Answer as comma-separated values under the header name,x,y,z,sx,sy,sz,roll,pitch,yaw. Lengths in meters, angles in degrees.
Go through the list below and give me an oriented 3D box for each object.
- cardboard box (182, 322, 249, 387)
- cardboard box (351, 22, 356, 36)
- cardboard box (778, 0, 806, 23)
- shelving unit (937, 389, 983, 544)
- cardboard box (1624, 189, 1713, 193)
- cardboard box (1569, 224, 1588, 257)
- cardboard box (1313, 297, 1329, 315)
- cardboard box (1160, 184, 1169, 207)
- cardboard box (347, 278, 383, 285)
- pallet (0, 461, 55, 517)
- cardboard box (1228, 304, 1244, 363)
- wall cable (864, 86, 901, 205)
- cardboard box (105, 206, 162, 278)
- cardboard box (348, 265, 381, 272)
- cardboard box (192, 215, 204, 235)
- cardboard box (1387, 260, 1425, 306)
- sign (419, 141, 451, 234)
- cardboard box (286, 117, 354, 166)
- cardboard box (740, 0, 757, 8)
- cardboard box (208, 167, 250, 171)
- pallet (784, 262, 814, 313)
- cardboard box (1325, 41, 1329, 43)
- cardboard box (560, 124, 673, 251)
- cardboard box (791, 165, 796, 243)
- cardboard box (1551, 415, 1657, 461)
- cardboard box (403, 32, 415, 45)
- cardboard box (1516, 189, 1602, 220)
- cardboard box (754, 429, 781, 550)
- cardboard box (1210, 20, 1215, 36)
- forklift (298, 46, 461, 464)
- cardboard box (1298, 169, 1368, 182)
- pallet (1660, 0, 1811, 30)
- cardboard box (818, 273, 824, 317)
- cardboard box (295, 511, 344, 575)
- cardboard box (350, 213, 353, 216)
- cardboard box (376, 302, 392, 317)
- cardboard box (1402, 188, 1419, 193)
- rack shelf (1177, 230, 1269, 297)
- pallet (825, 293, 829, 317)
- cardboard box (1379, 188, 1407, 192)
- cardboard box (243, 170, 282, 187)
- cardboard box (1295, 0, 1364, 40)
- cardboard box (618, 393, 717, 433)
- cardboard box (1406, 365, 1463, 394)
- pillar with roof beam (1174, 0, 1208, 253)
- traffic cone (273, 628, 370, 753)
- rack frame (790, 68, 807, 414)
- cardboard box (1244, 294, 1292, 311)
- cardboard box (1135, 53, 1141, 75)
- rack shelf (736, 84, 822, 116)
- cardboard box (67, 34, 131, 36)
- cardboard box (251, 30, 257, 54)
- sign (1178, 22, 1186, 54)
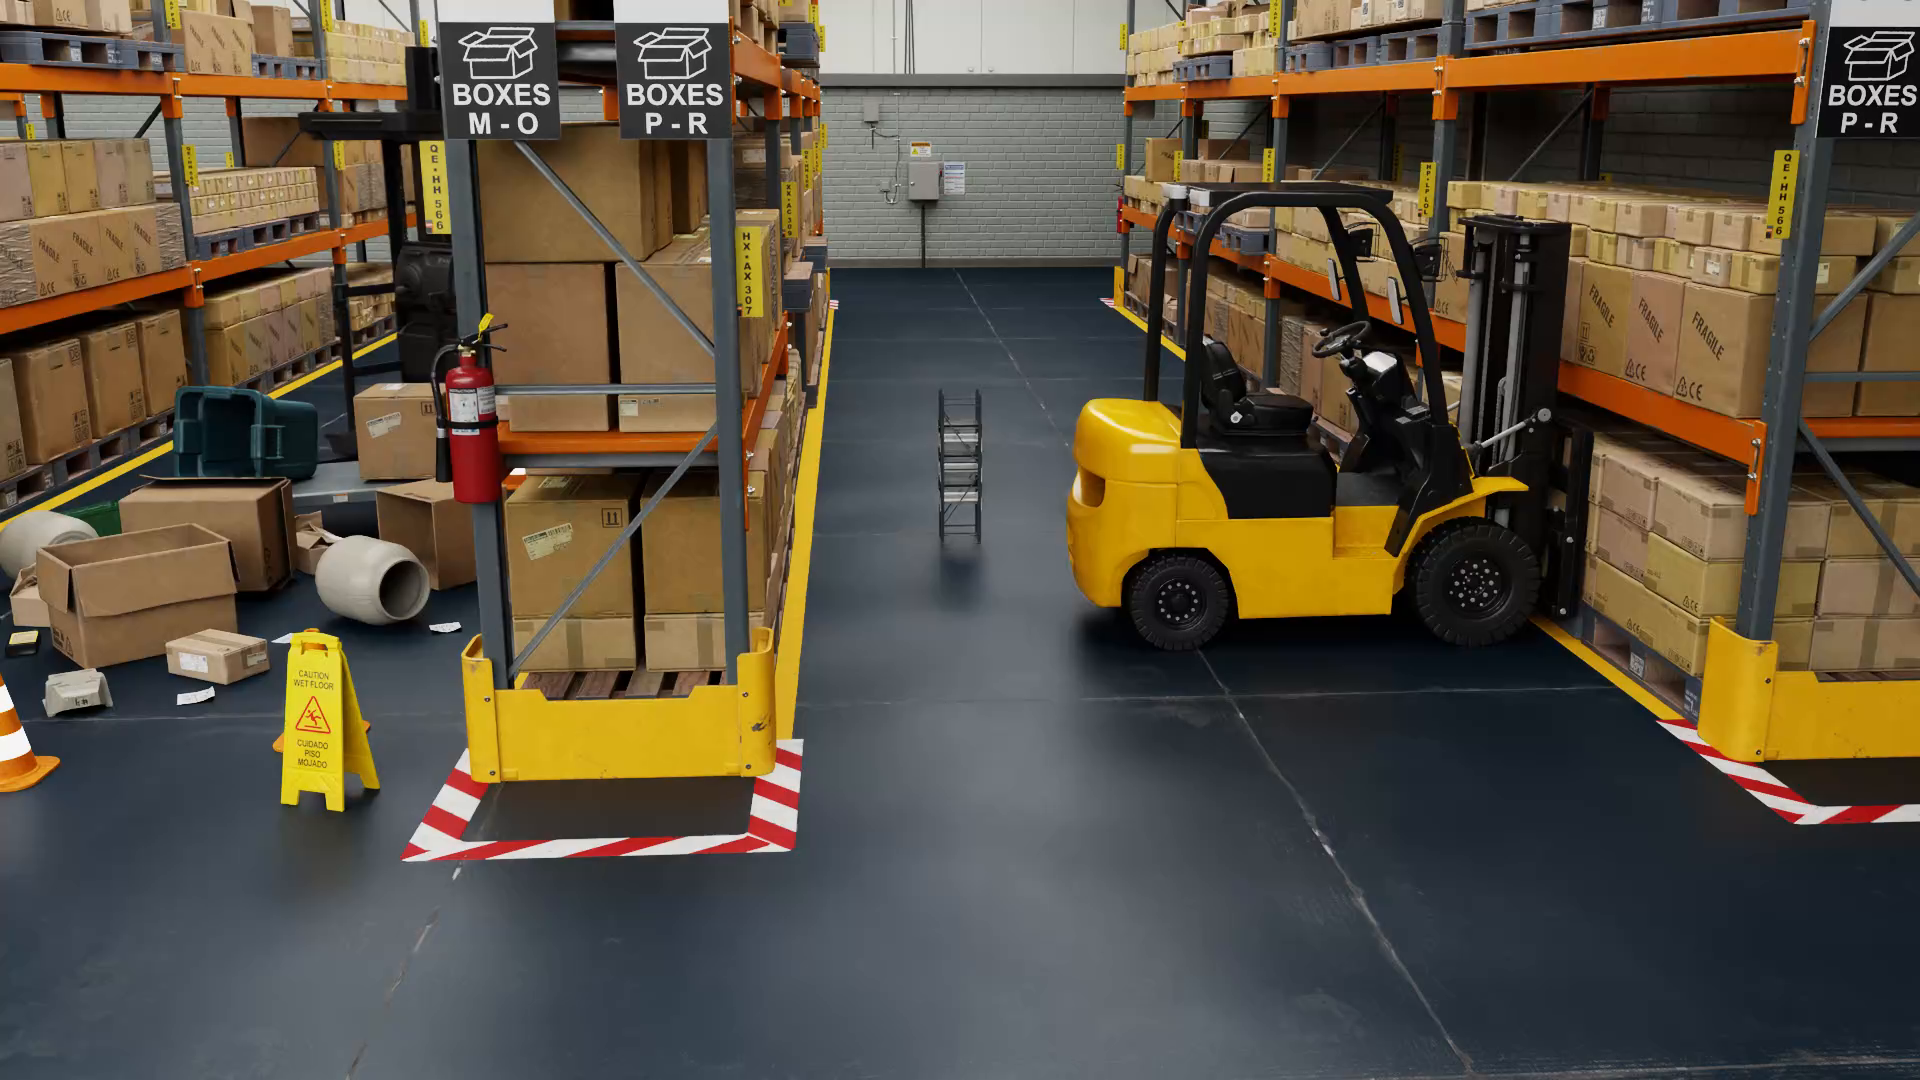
name,x,y,z,sx,sy,sz,roll,pitch,yaw
cardboard box,-6.534,-1.611,14.443,0.500,0.500,0.500,-2,15,-6
cardboard box,-6.832,-5.584,18.187,0.380,0.149,0.250,-1,14,-5
cardboard box,-1.199,-3.280,10.194,0.500,0.250,0.500,-1,14,-5
shelving unit,0.000,-0.438,9.922,0.258,0.900,0.210,-1,14,-3
cardboard box,3.790,-1.800,8.904,0.380,0.149,0.250,-1,14,-4
cardboard box,3.224,-1.517,8.402,0.380,0.149,0.250,-1,14,-5
cardboard box,3.432,-2.126,15.140,0.380,0.149,0.250,0,14,-2
cardboard box,2.575,-3.931,18.990,0.500,0.250,0.500,-1,14,-3
cardboard box,-6.803,-2.894,18.938,0.380,0.149,0.250,-1,14,-2
pallet,-6.620,-0.284,10.707,1.003,0.211,1.213,-1,14,-3
cardboard box,2.847,-1.967,15.826,0.500,0.500,0.500,0,14,-1
wall cable,-1.264,-6.449,27.031,0.588,1.984,0.122,-1,14,-3
cardboard box,-6.420,-2.255,12.571,0.500,0.500,0.500,-1,14,-3
cardboard box,-7.410,-3.337,20.660,0.380,0.149,0.250,-1,14,-2
cardboard box,-6.571,-2.635,13.908,0.380,0.149,0.250,-1,14,-4
cardboard box,3.099,-1.672,10.805,0.500,0.250,0.500,-1,14,-2
sign,-1.870,-1.261,5.949,0.100,0.325,0.005,-1,14,-3
cardboard box,-6.778,-4.226,17.628,0.500,0.500,0.500,-1,14,-2
cardboard box,-1.158,-2.457,7.242,0.500,0.250,0.500,0,14,-2
cardboard box,-7.427,-3.698,16.848,0.380,0.149,0.250,0,14,-1
pallet,-1.465,-1.645,10.784,1.003,0.211,1.213,-1,14,-3
cardboard box,3.361,-4.348,14.386,0.380,0.149,0.250,-1,14,-4
cardboard box,-1.588,-1.477,6.943,0.700,0.500,0.500,-1,14,-3
cardboard box,-1.337,-2.187,10.866,0.500,0.500,0.500,-1,14,-3
cardboard box,3.197,-0.472,8.511,0.500,0.250,0.500,-1,14,-5
cardboard box,-6.927,-6.165,20.447,0.380,0.149,0.250,-1,14,-4
cardboard box,3.202,-1.789,8.861,0.380,0.149,0.250,-1,14,-4
cardboard box,-1.151,-0.251,8.153,0.500,0.500,0.500,-1,14,-2
cardboard box,2.625,-4.939,16.047,0.380,0.149,0.250,-1,14,-3
forklift,-3.669,-1.832,11.264,1.130,2.935,3.031,9,17,33
cardboard box,3.267,-3.000,14.623,0.500,0.500,0.500,0,14,-1
pallet,3.621,-2.214,6.770,1.003,0.211,1.213,-1,14,-3
cardboard box,-2.046,-2.878,19.491,0.875,0.438,0.875,-1,14,-5
cardboard box,-3.655,0.014,9.438,0.258,0.266,0.396,-13,20,-42
cardboard box,-6.774,-3.450,17.921,0.380,0.149,0.250,0,14,-2
cardboard box,-6.816,-2.674,19.277,0.380,0.149,0.250,-1,14,-5
cardboard box,3.480,-2.521,12.302,0.380,0.149,0.250,0,14,-2
rack shelf,3.019,-2.767,16.204,1.077,0.370,4.000,-1,14,-3
pallet,-2.179,-2.982,21.192,1.003,0.211,1.213,-1,14,-3
cardboard box,3.072,-2.513,12.269,0.380,0.149,0.250,-1,14,-3
cardboard box,-6.713,-3.449,15.879,0.380,0.149,0.250,-1,14,-5
cardboard box,2.945,-4.187,13.015,0.500,0.500,0.500,-1,14,-3
cardboard box,-1.129,-0.517,6.519,0.380,0.149,0.250,-1,14,-3
cardboard box,3.348,-0.806,11.062,0.875,0.625,0.625,0,14,-1
pillar with roof beam,-0.917,-8.131,23.568,9.100,9.000,0.400,-1,14,-3
traffic cone,-2.629,0.591,6.801,0.336,0.463,0.334,-1,14,-3
rack frame,-1.811,-2.540,13.879,1.000,3.000,0.127,-1,14,-3
cardboard box,2.840,-2.177,15.341,0.380,0.149,0.250,-1,14,-5
cardboard box,2.454,-5.891,20.586,0.500,0.250,0.500,-1,14,-2
rack shelf,-2.182,-5.137,19.395,1.077,0.370,4.000,-1,14,-3
cardboard box,-6.488,-3.884,12.510,0.380,0.166,0.250,-1,14,-3
cardboard box,-7.148,-4.824,16.073,0.500,0.311,0.500,-1,14,-4
sign,2.354,-5.305,17.569,0.100,0.325,0.005,-1,14,-3
